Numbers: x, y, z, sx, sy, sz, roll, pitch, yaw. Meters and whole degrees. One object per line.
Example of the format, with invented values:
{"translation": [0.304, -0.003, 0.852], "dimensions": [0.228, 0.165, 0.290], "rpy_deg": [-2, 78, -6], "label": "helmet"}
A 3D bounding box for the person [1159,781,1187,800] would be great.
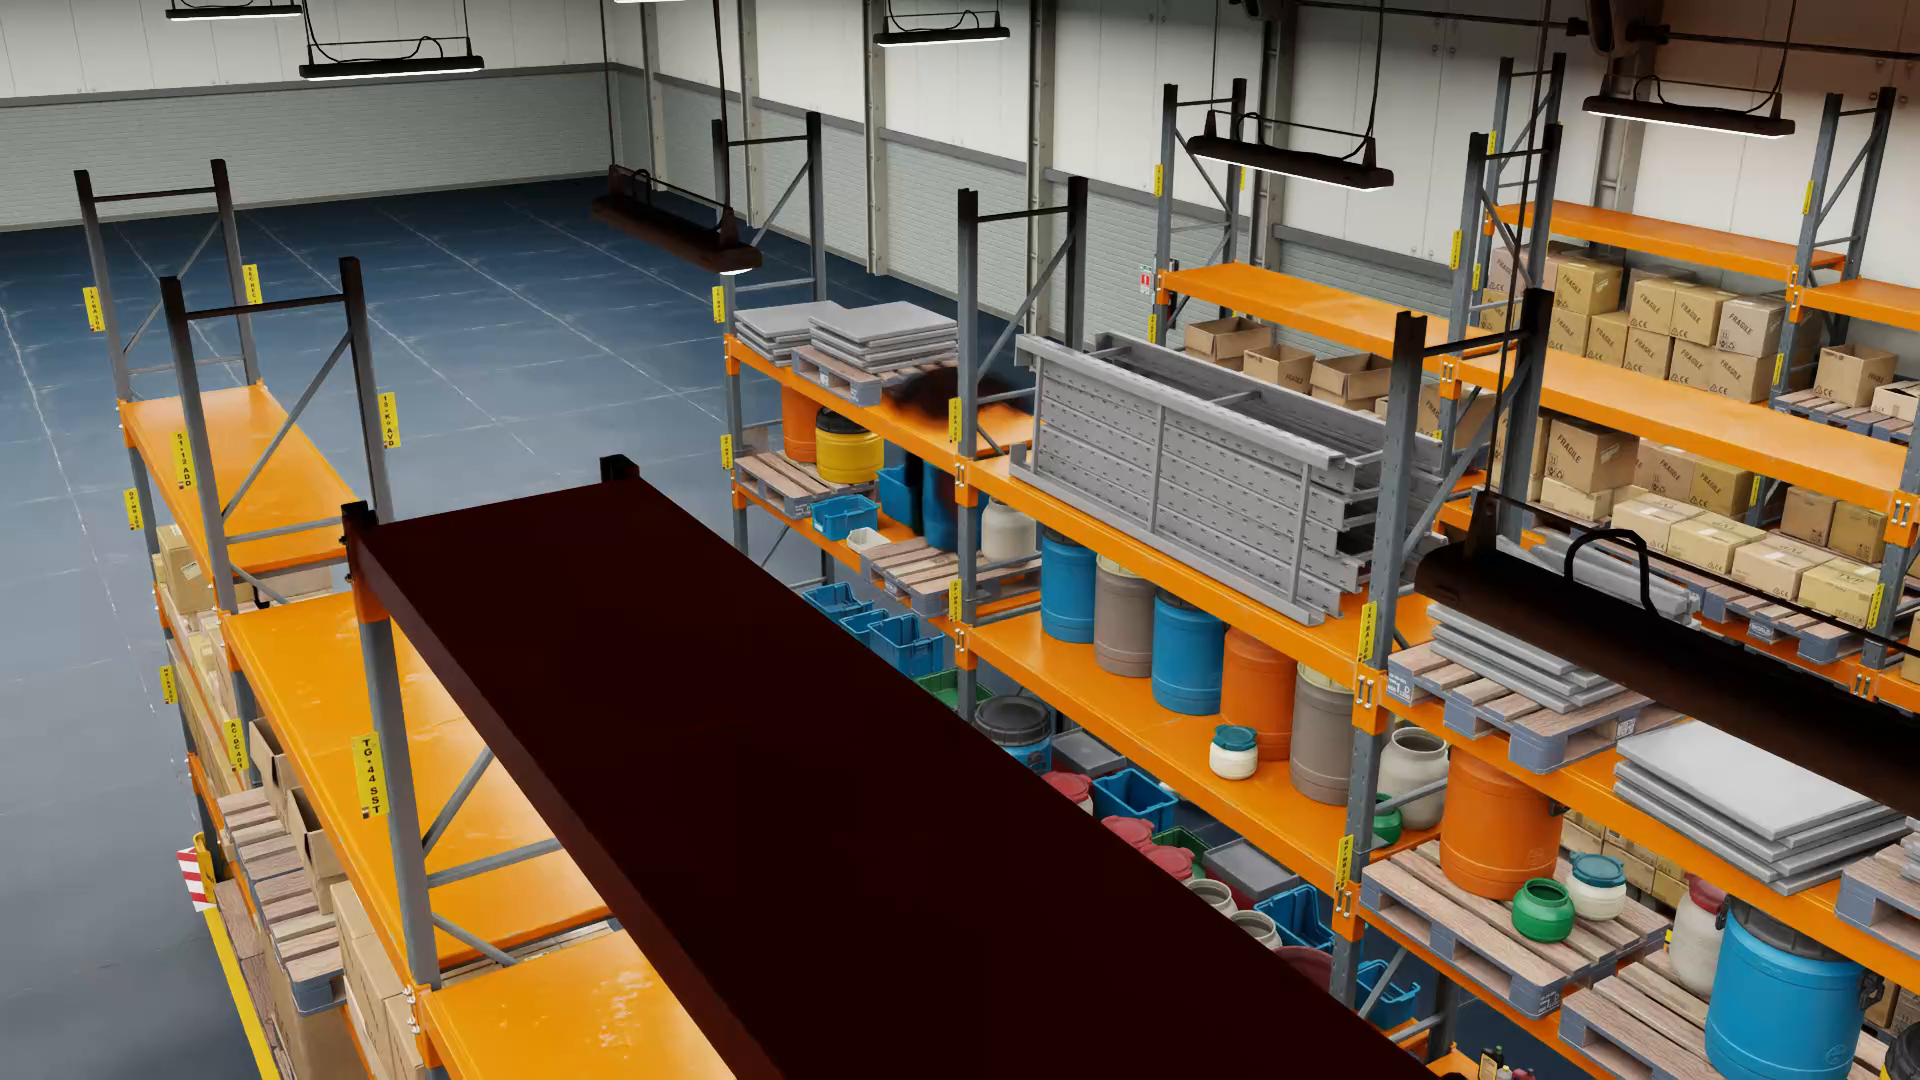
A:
{"translation": [2.304, 1.691, 14.954], "dimensions": [0.430, 1.597, 0.994], "rpy_deg": [-18, 28, -37], "label": "person"}
